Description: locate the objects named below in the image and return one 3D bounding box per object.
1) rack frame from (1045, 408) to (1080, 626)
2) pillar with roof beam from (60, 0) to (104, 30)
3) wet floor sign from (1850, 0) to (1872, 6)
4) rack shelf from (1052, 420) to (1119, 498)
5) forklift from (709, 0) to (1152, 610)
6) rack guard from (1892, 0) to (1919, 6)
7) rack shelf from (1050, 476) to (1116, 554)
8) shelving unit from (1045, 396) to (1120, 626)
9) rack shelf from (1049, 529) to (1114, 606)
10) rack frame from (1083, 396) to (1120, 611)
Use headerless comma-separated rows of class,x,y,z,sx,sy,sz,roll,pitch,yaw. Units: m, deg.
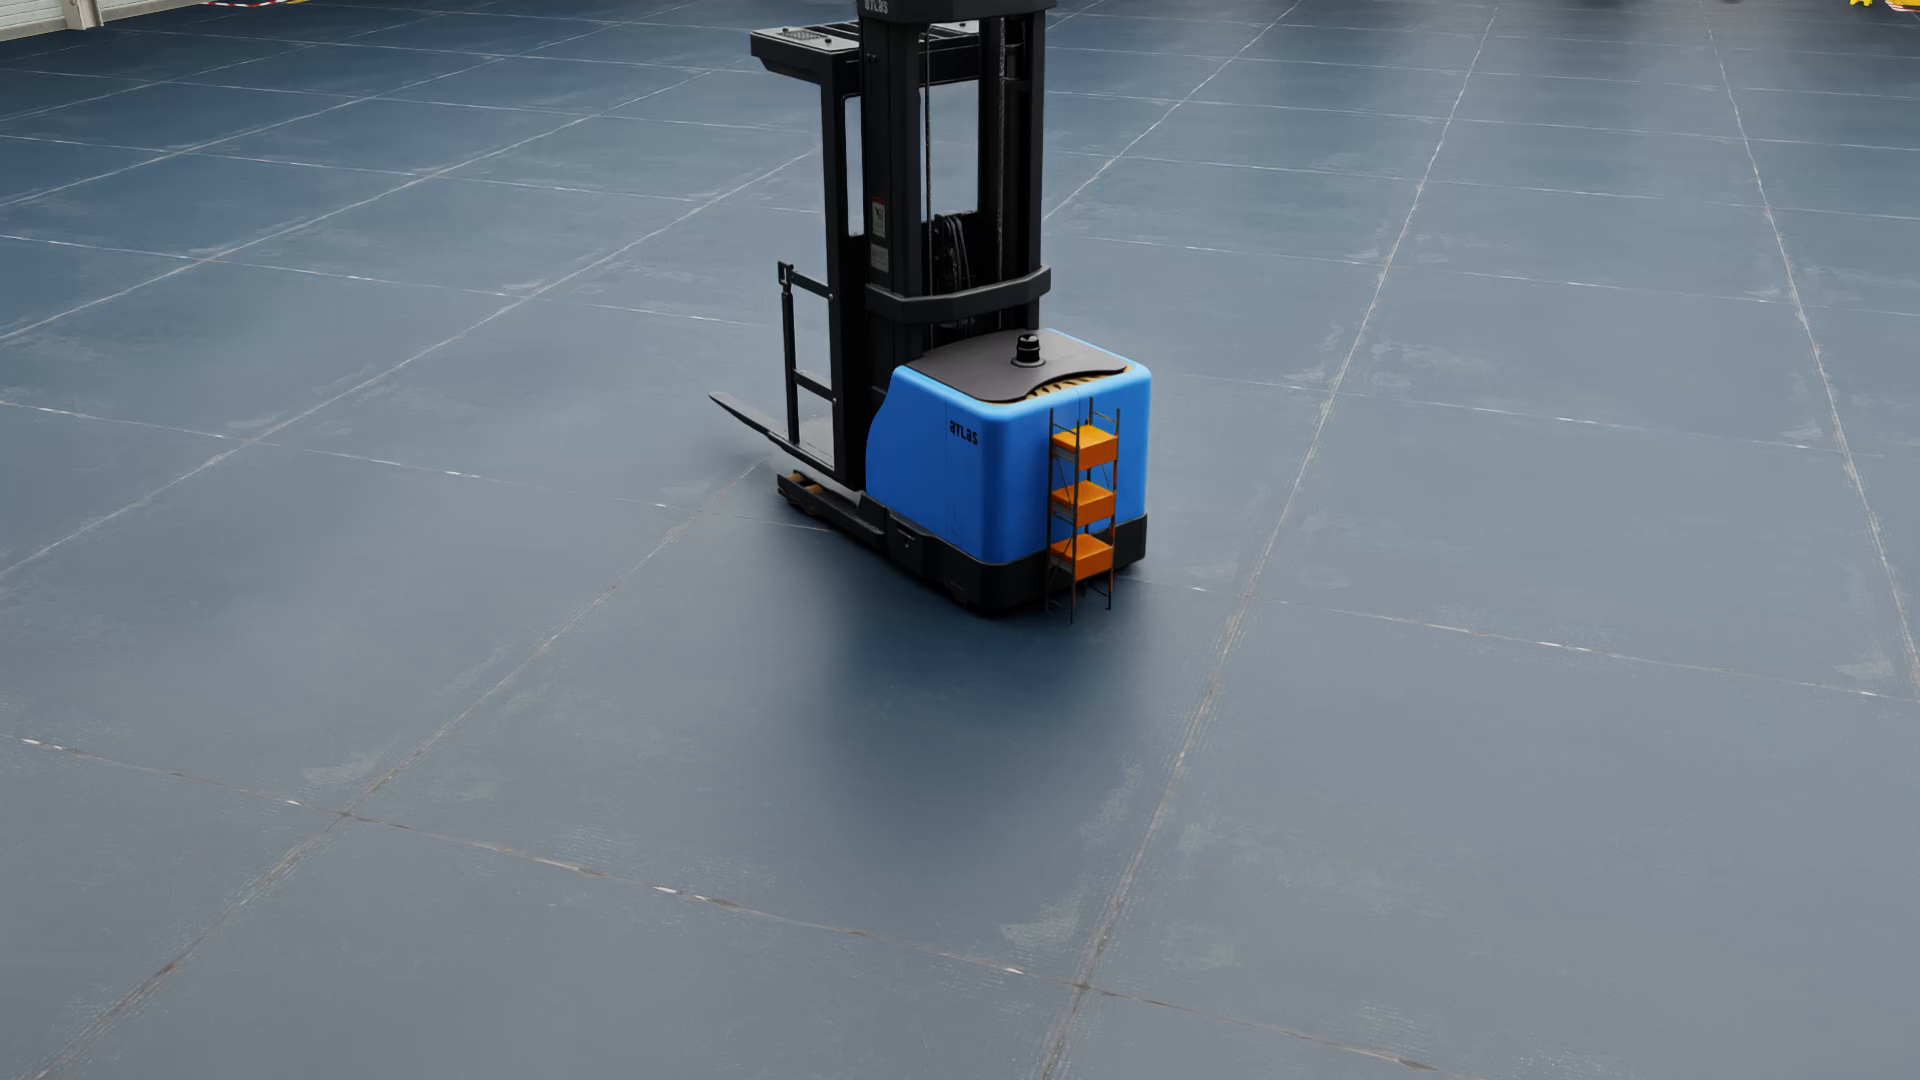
rack frame,0.475,-0.097,7.746,0.008,1.050,0.200,-19,32,-34
pillar with roof beam,-8.619,-10.860,20.853,9.100,9.000,0.400,9,27,17
wet floor sign,14.184,-8.727,26.035,0.267,0.644,0.232,20,32,35
rack shelf,0.571,-0.376,7.694,0.240,0.259,0.215,-19,32,-34
forklift,-0.346,-1.567,8.624,1.130,2.935,3.031,-18,31,-33
rack guard,15.281,-8.616,25.972,1.175,0.500,0.348,9,27,17
rack shelf,0.571,-0.120,7.818,0.240,0.259,0.215,-19,32,-34
shelving unit,0.571,-0.130,7.813,0.252,1.050,0.215,-19,32,-34
rack shelf,0.571,0.130,7.939,0.240,0.259,0.215,-19,32,-34
rack frame,0.668,-0.162,7.881,0.008,1.050,0.200,-19,32,-34
